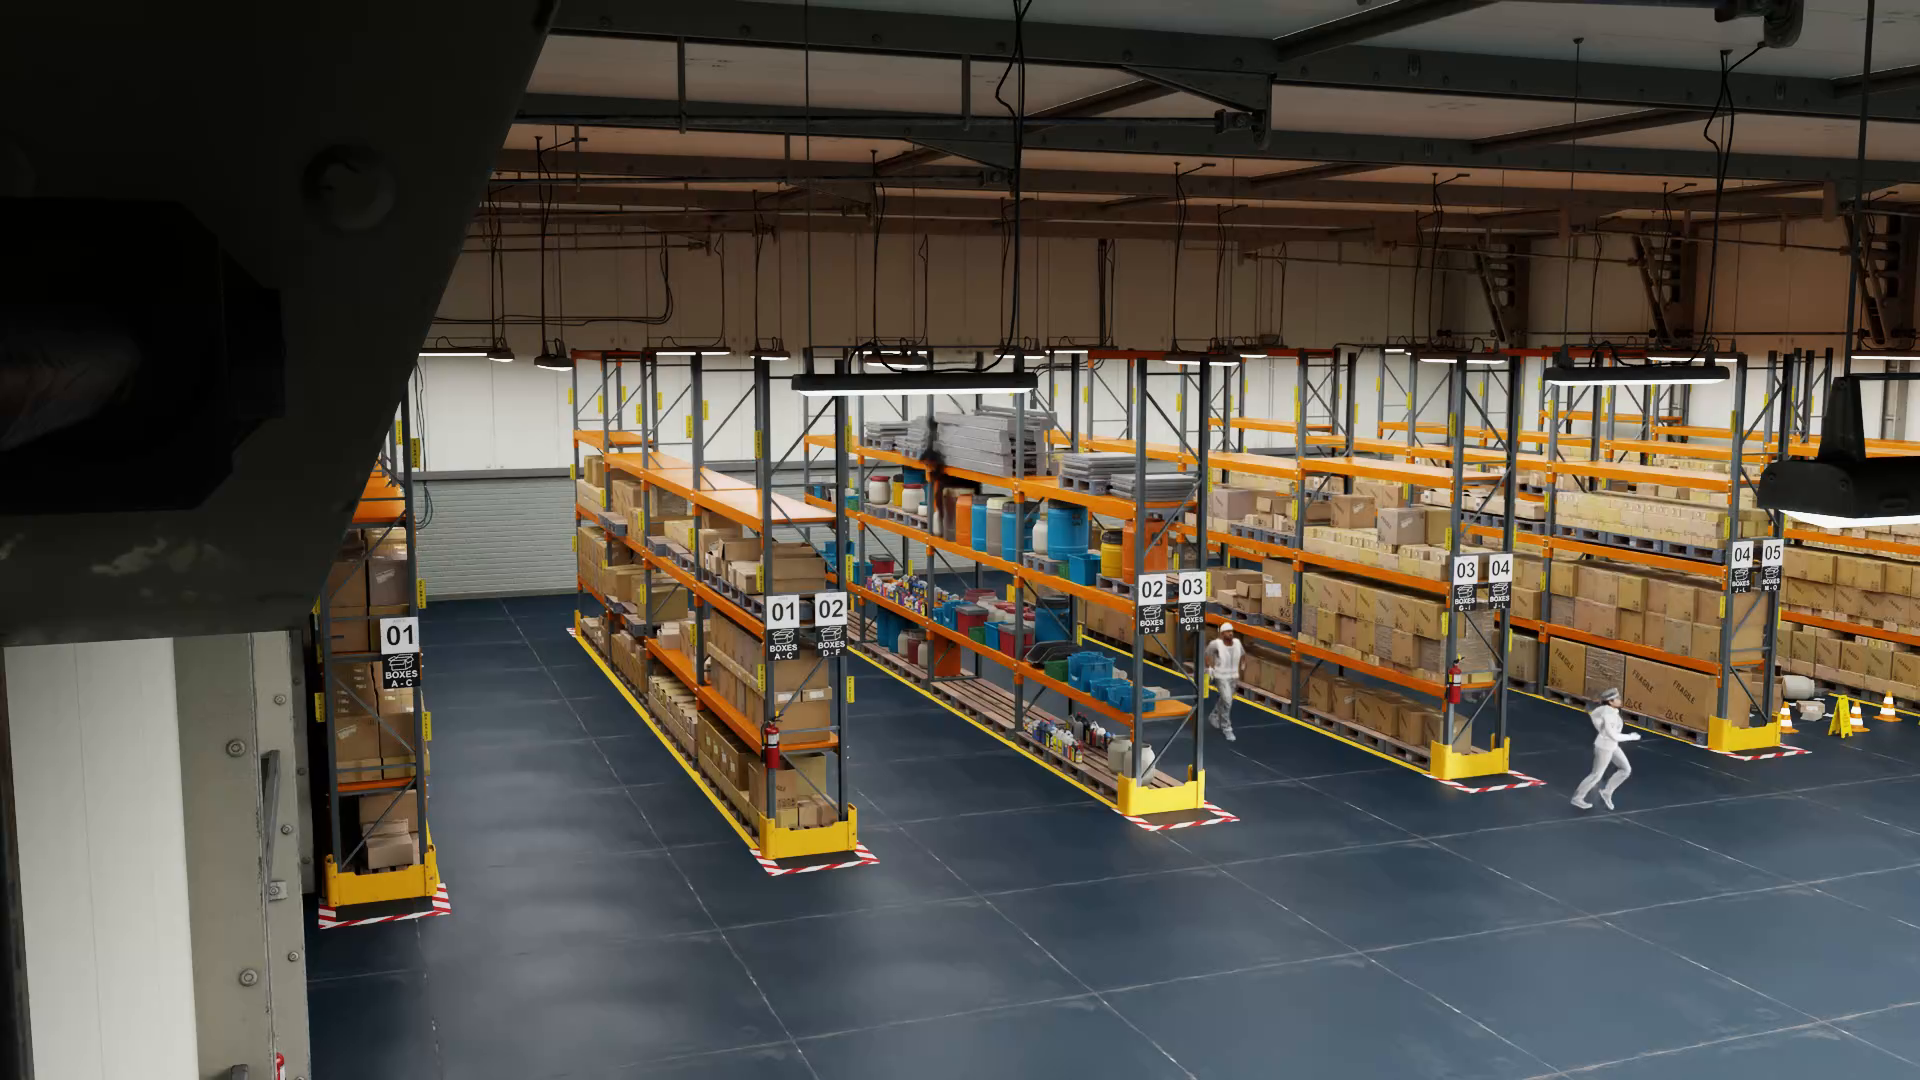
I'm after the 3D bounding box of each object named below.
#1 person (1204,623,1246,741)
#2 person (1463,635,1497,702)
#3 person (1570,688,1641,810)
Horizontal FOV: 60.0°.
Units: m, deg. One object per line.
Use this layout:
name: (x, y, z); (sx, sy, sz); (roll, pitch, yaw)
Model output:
person: (4.182, 2.191, 26.217); (0.671, 1.832, 0.833); (-3, 8, -26)
person: (8.920, 1.967, 28.388); (0.569, 1.673, 0.655); (-4, 8, -29)
person: (8.567, 2.756, 22.025); (0.824, 1.670, 0.621); (3, 8, 25)
